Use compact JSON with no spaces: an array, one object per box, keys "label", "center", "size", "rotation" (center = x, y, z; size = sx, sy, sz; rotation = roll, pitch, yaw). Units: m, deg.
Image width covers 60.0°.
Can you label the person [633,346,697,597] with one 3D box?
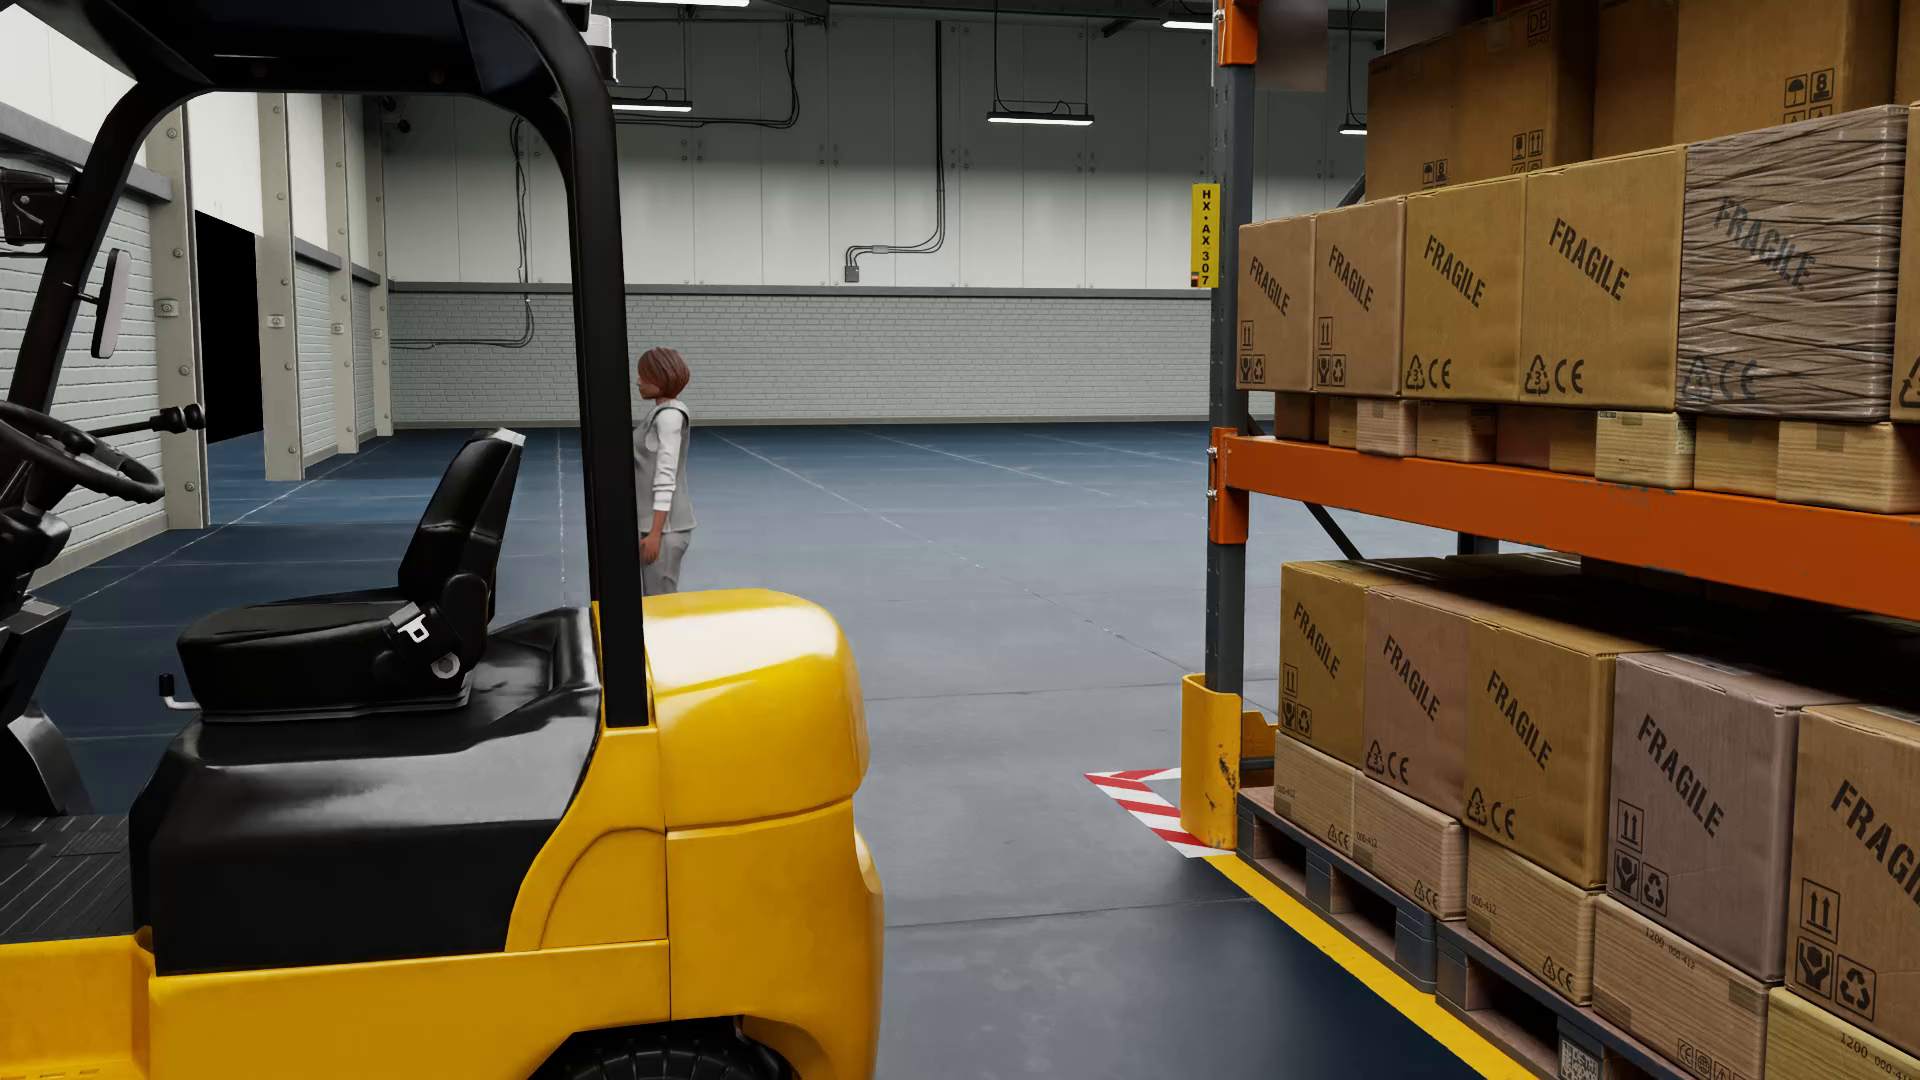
[{"label":"person","center":[-1.278,-0.027,7.136],"size":[0.303,1.598,0.406],"rotation":[-1,6,-12]}]
